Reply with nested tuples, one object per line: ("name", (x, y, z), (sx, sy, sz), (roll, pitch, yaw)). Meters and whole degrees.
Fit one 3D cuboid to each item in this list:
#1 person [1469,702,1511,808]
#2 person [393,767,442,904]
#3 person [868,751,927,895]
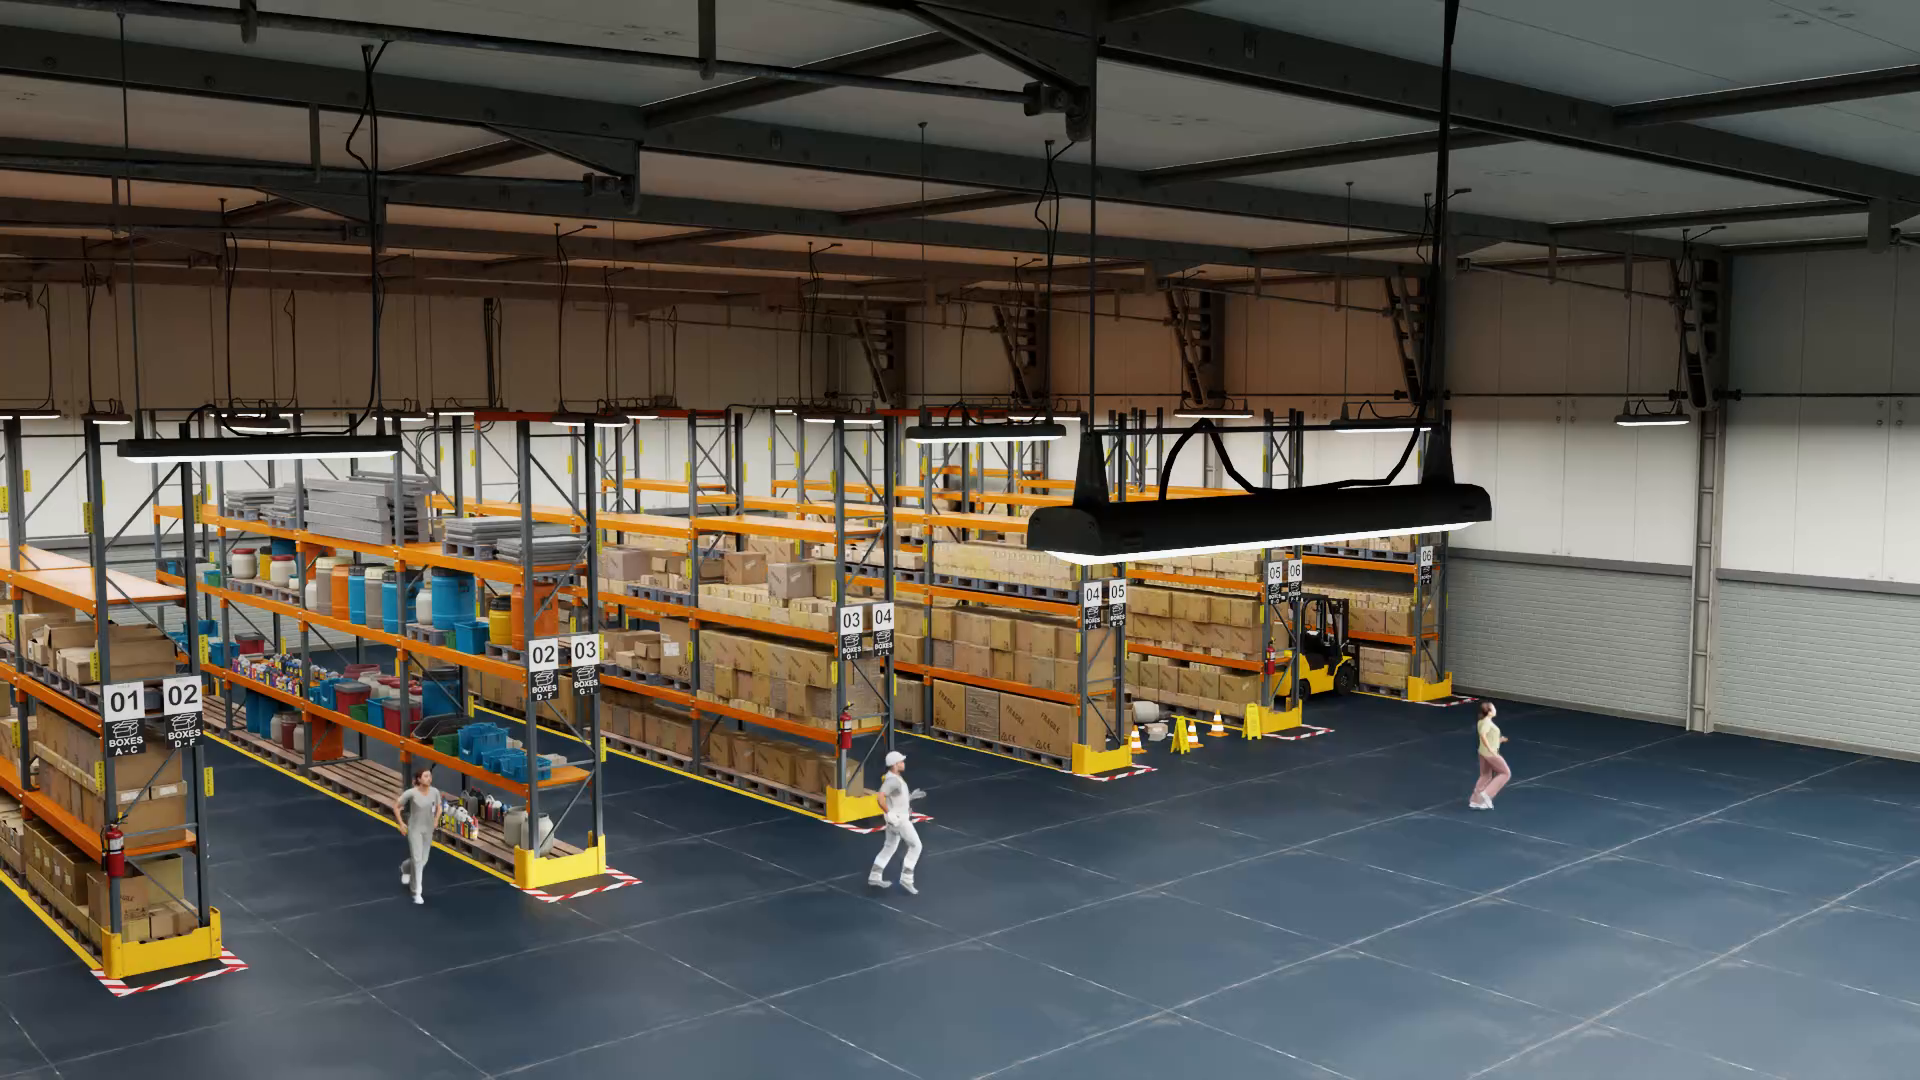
("person", (8.071, 3.274, 25.307), (0.614, 1.633, 0.556), (-1, 5, -8))
("person", (-6.834, 3.695, 21.025), (0.598, 1.654, 0.799), (-4, 7, -40))
("person", (-0.788, 3.588, 21.084), (0.761, 1.835, 0.647), (-1, 5, -11))
